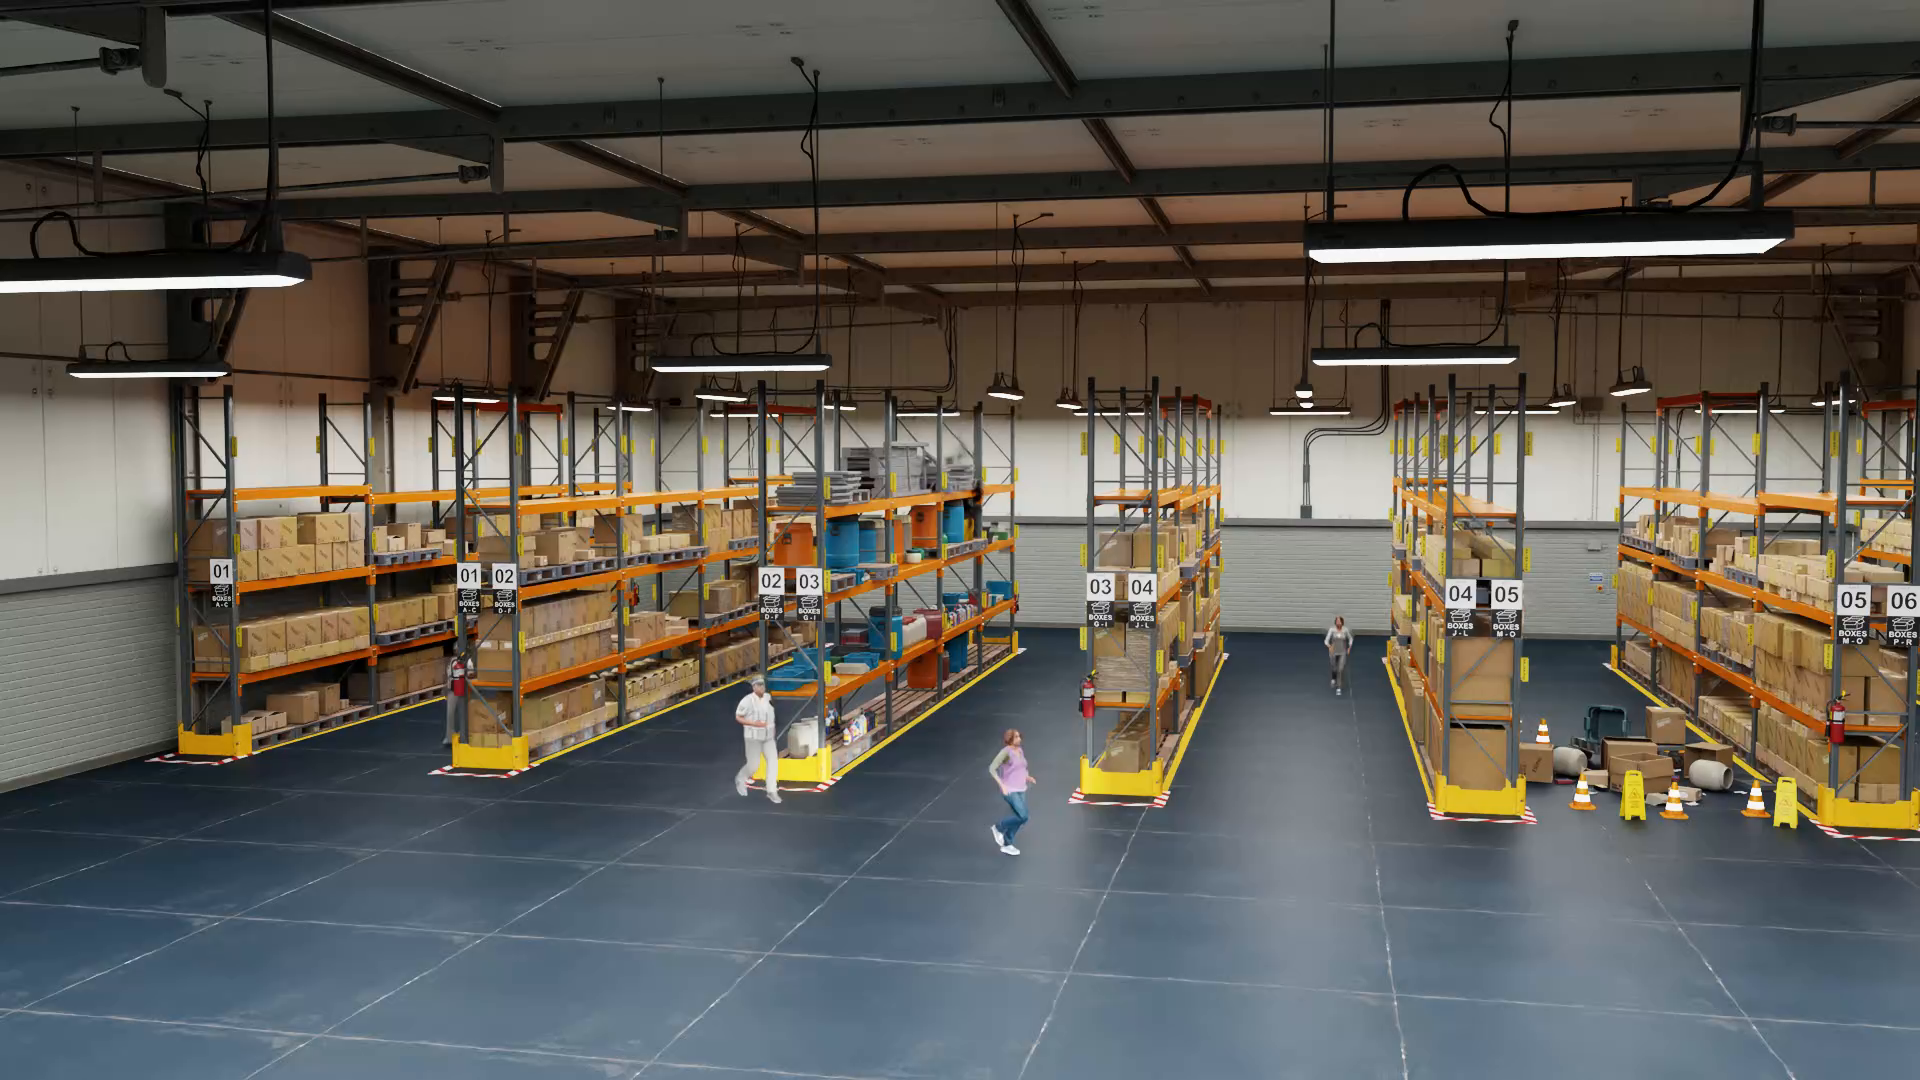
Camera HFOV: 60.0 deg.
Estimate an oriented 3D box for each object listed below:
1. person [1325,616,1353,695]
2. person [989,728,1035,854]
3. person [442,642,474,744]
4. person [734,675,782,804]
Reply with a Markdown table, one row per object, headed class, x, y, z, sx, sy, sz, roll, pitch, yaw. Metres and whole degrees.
| class | x | y | z | sx | sy | sz | roll | pitch | yaw |
| --- | --- | --- | --- | --- | --- | --- | --- | --- | --- |
| person | 7.716 | 2.333 | 33.838 | 0.565 | 1.585 | 0.622 | 1 | 3 | 11 |
| person | 0.671 | 3.084 | 20.378 | 0.537 | 1.558 | 0.530 | 2 | 4 | 36 |
| person | -8.483 | 2.558 | 28.199 | 0.575 | 1.679 | 0.941 | 1 | 3 | 13 |
| person | -2.861 | 2.793 | 23.541 | 0.877 | 1.800 | 0.684 | 3 | 4 | 44 |
